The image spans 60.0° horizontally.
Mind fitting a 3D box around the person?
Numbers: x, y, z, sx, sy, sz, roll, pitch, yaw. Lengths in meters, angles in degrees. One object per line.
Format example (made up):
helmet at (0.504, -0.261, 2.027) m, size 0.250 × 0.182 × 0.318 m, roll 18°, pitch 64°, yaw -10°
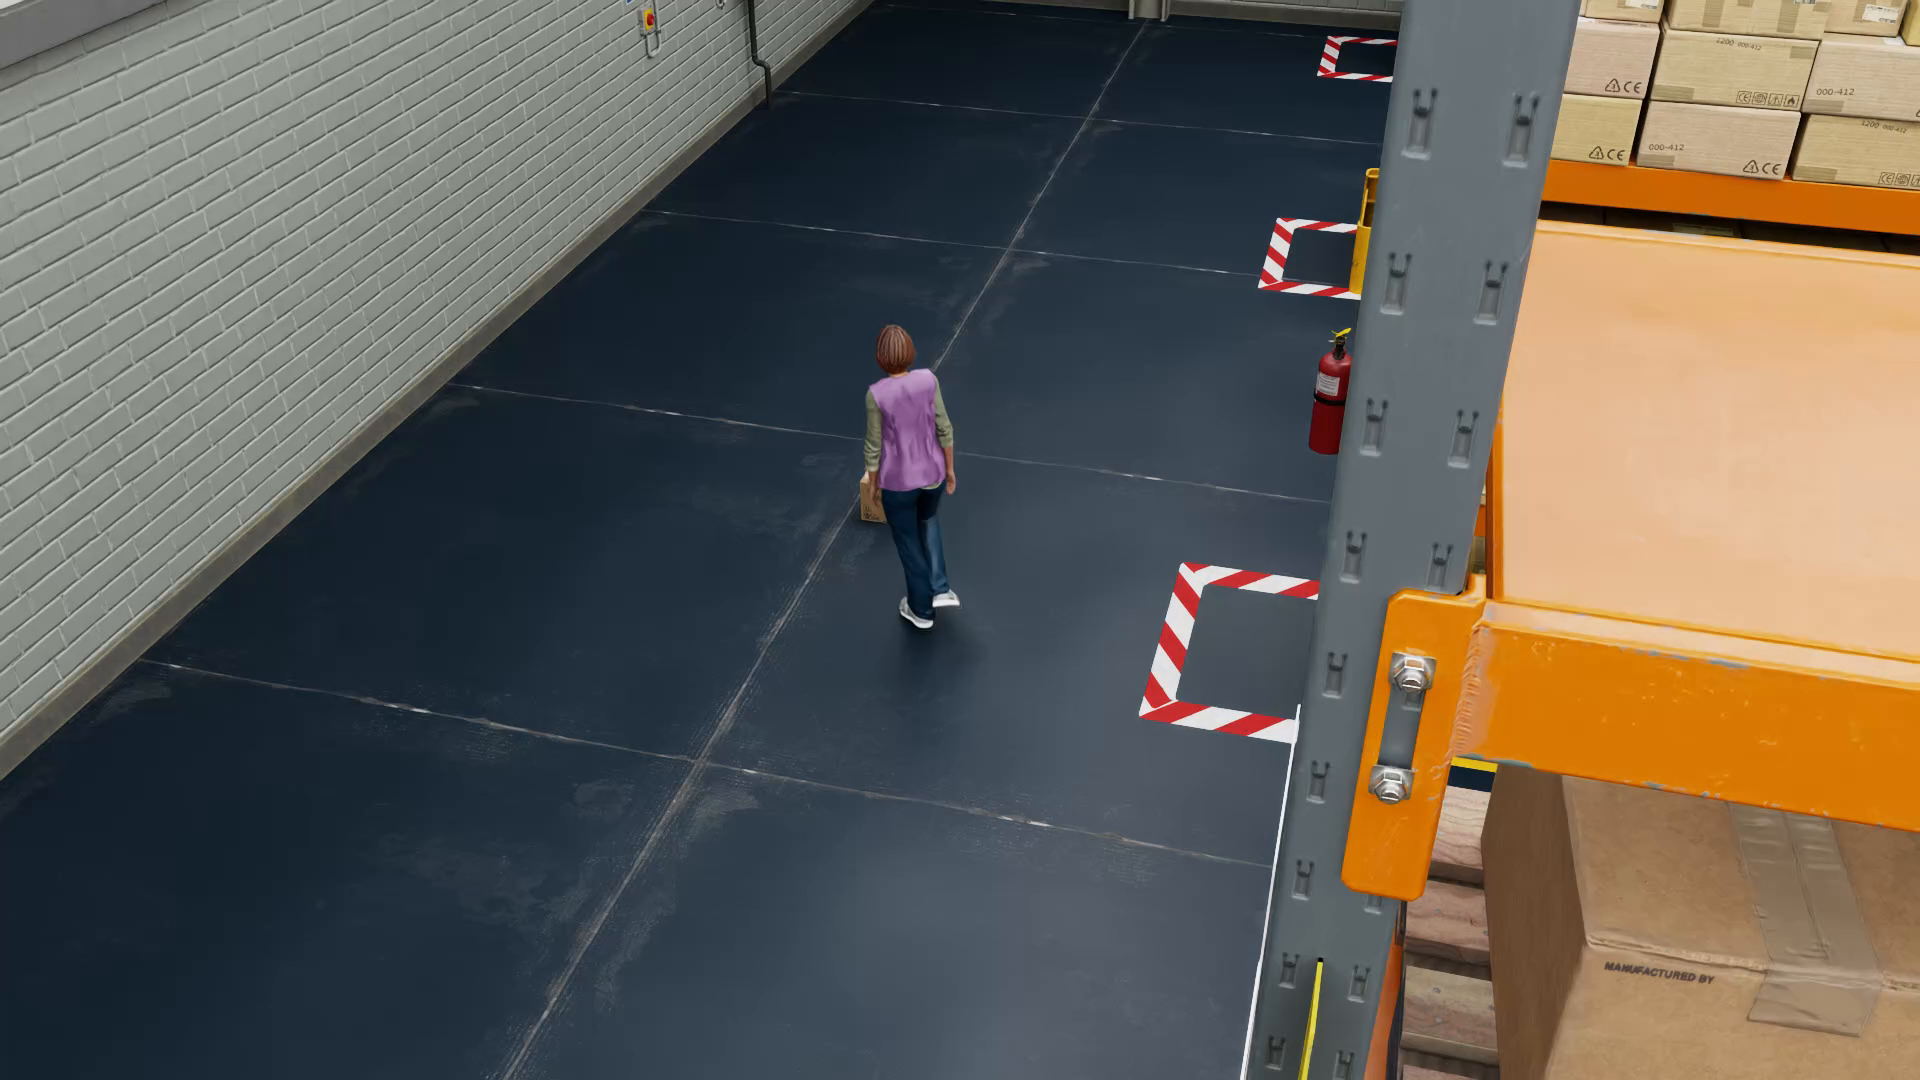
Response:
person at (-0.234, -0.278, 8.049) m, size 0.440 × 1.591 × 0.420 m, roll -16°, pitch 37°, yaw -23°
